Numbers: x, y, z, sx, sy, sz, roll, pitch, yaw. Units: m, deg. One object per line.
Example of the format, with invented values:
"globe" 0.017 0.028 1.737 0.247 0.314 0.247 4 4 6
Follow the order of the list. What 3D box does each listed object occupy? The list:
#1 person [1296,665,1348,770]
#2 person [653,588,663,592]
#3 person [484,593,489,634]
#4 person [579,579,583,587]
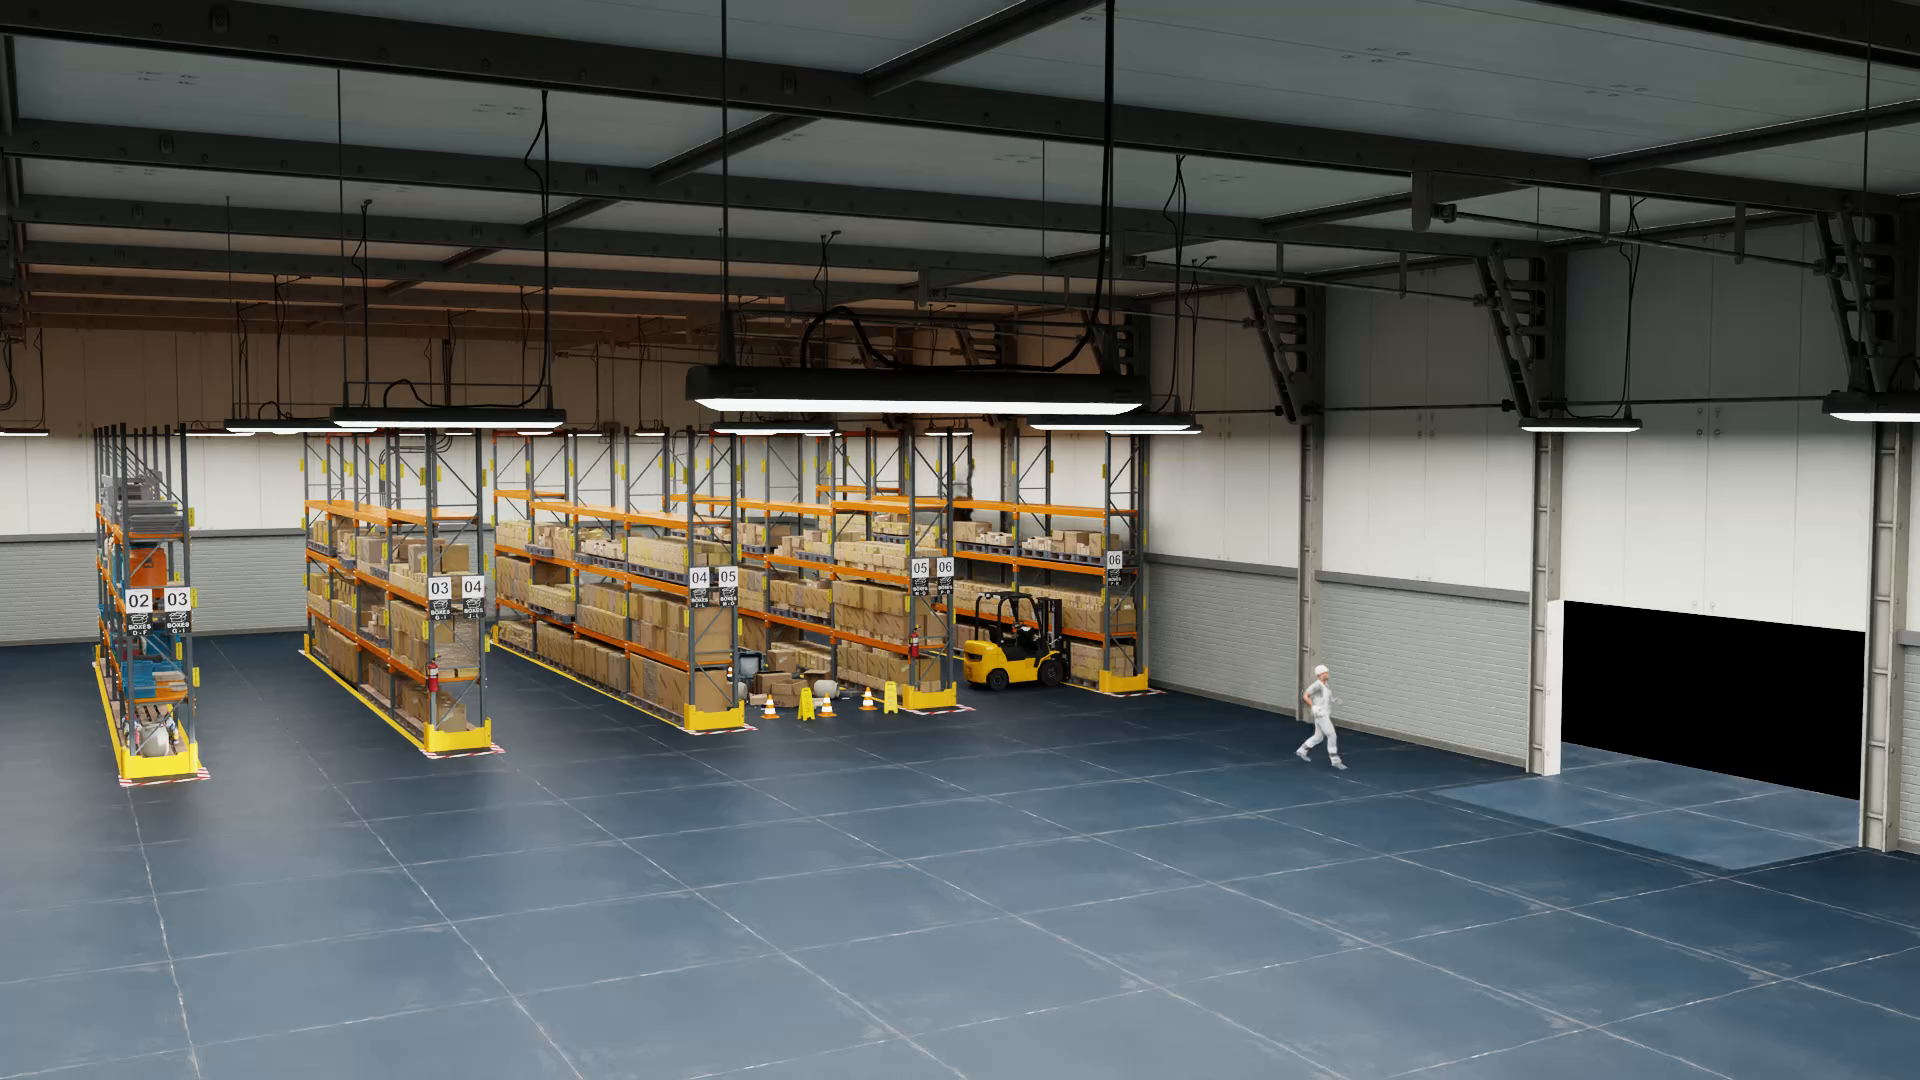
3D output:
"person" 6.306 3.066 28.941 0.955 1.781 0.678 2 4 24
"person" -9.005 1.801 50.646 0.717 1.780 0.761 0 3 -7
"person" -13.807 2.049 47.819 0.574 1.556 0.604 -2 4 -29
"person" -10.825 1.982 47.269 0.700 1.756 0.891 -3 5 -44
